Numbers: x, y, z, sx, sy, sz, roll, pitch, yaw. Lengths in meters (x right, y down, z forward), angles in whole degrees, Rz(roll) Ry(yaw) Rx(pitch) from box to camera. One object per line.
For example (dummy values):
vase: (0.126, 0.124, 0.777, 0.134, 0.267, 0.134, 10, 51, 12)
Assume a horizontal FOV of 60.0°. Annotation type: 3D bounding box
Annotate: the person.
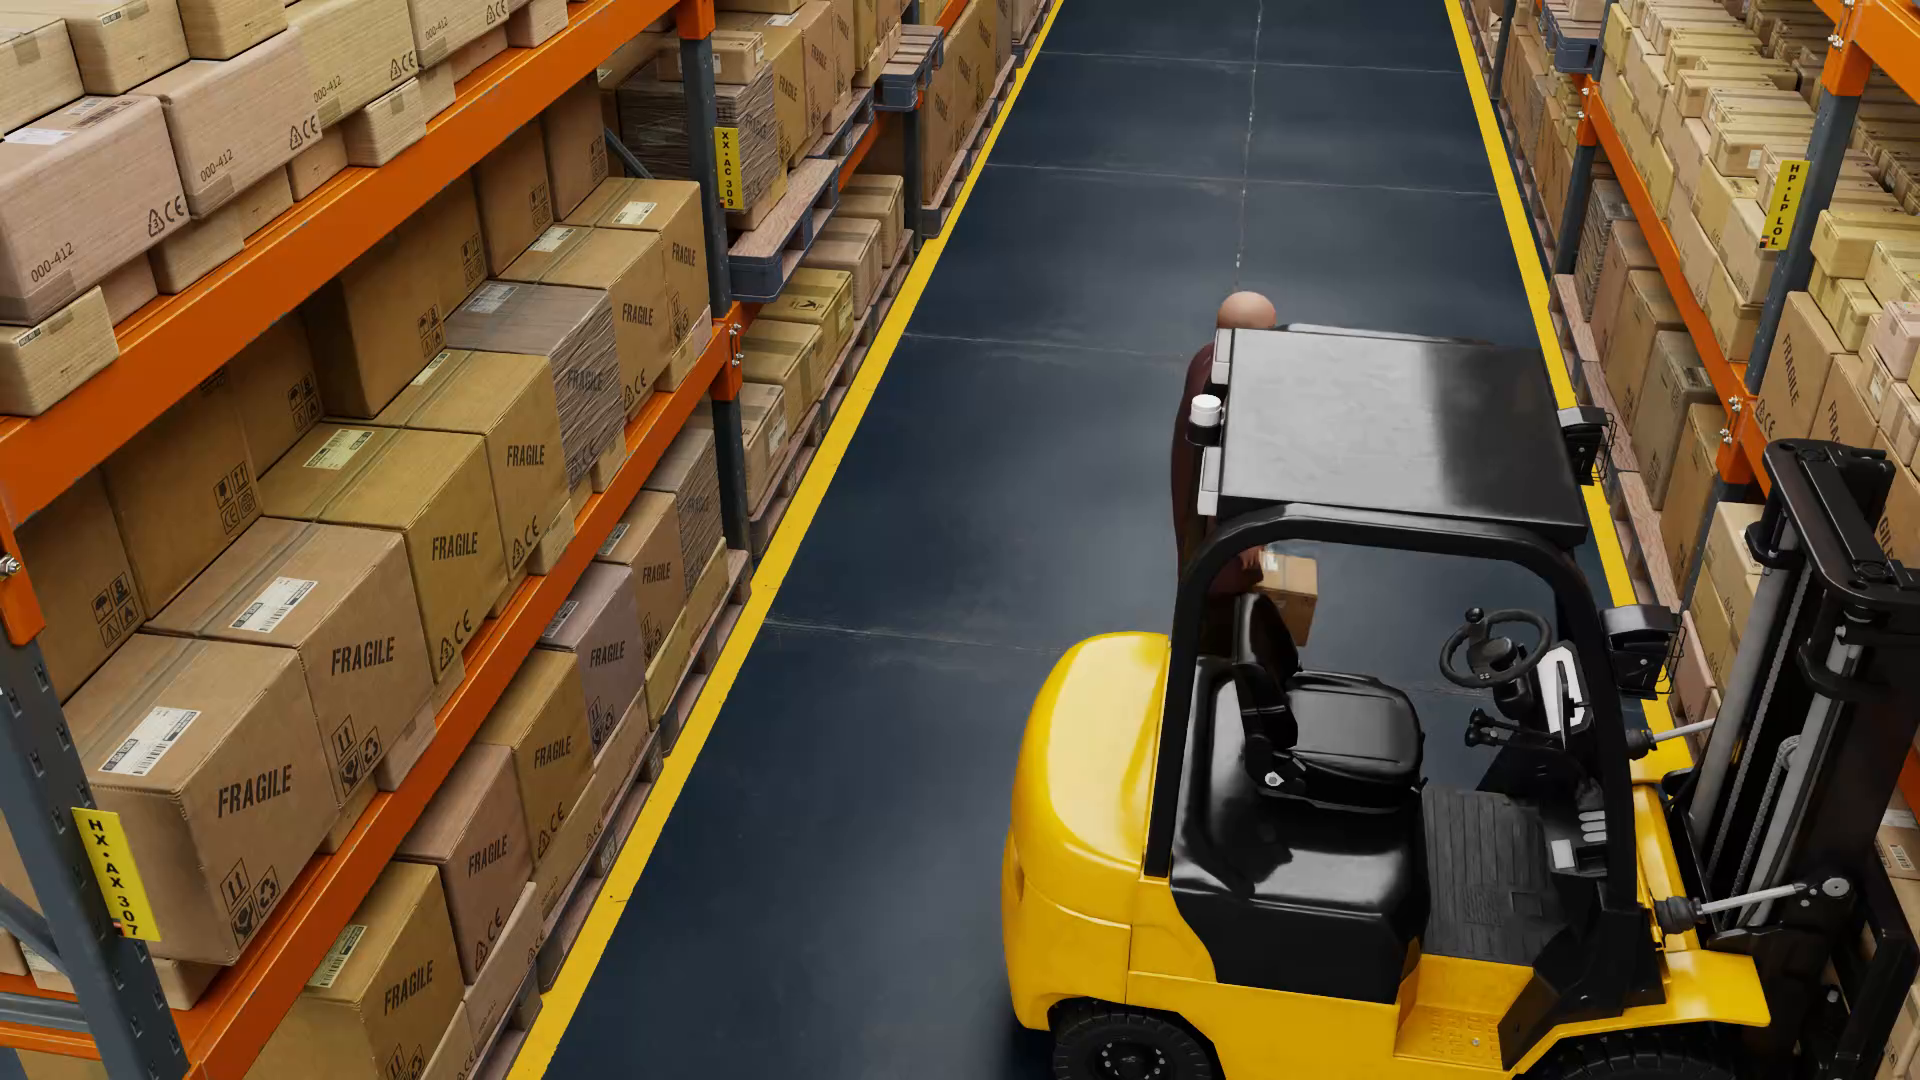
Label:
person: (0.998, -0.108, 6.321, 0.424, 1.777, 0.591, 4, 32, 7)
